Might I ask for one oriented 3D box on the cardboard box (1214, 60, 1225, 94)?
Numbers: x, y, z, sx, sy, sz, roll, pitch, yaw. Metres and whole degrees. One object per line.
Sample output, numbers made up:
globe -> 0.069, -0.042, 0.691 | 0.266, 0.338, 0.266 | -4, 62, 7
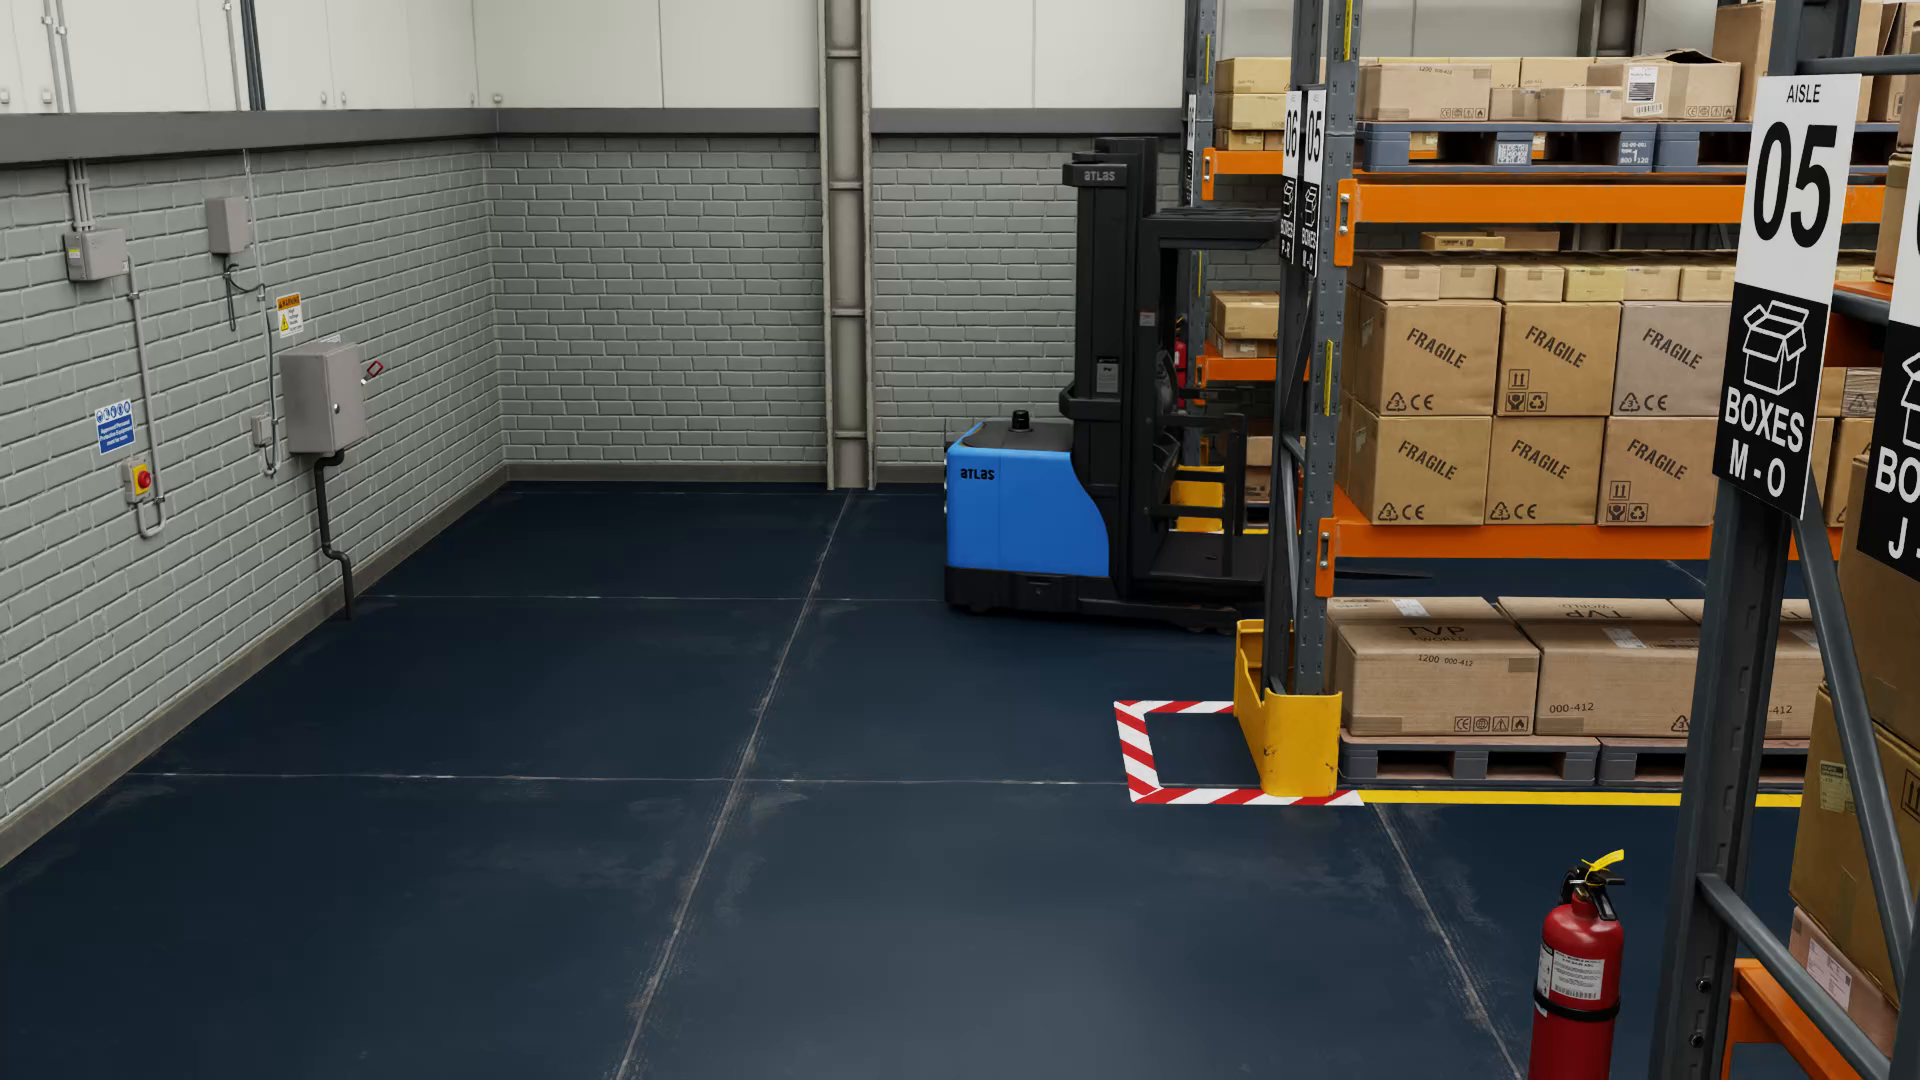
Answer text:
cardboard box -> 2.211, -3.494, 12.554 | 0.500, 0.250, 0.500 | 0, 15, 0

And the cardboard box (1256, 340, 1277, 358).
cardboard box -> 2.337, -1.479, 12.558 | 0.250, 0.149, 0.380 | 1, 15, 3

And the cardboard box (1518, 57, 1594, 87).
cardboard box -> 4.234, -3.348, 12.001 | 0.500, 0.250, 0.500 | 1, 15, 2

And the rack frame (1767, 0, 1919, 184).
rack frame -> 1.611, -2.034, 2.410 | 0.127, 3.000, 1.000 | 0, 15, 1

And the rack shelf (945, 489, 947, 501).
rack shelf -> -0.008, -0.316, 12.257 | 0.200, 0.077, 0.258 | 0, 15, 1

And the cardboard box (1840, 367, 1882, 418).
cardboard box -> 4.141, -0.841, 7.492 | 0.500, 0.500, 0.500 | 1, 15, 2

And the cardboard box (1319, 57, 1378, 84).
cardboard box -> 2.705, -3.351, 12.011 | 0.500, 0.250, 0.500 | 0, 15, 1

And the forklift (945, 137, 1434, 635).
forklift -> 1.476, -0.988, 10.341 | 3.031, 2.935, 1.130 | 3, 15, 13

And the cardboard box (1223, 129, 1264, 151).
cardboard box -> 2.073, -2.930, 12.178 | 0.250, 0.149, 0.380 | 1, 15, 3

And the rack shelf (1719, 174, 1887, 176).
rack shelf -> 7.758, -2.726, 12.322 | 4.000, 0.370, 1.077 | 0, 15, 1

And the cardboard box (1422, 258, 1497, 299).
cardboard box -> 2.248, -1.185, 7.526 | 0.250, 0.149, 0.380 | 1, 15, 3

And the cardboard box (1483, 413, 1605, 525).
cardboard box -> 2.616, -0.372, 7.675 | 0.500, 0.500, 0.500 | 0, 15, 1

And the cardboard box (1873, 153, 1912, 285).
cardboard box -> 2.073, -0.576, 3.057 | 0.500, 0.250, 0.500 | 0, 15, 0

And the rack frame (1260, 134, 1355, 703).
rack frame -> 1.637, -0.397, 7.963 | 0.127, 3.000, 1.000 | 0, 15, 1

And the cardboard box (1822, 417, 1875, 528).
cardboard box -> 4.148, -0.358, 7.621 | 0.500, 0.500, 0.500 | 0, 15, 1

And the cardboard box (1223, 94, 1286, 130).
cardboard box -> 2.196, -3.111, 12.084 | 0.500, 0.250, 0.500 | 0, 15, 1

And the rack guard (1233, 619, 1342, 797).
rack guard -> 1.613, 0.812, 8.282 | 0.348, 0.500, 1.175 | 0, 15, 1

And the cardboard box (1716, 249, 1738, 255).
cardboard box -> 3.804, -1.299, 7.955 | 0.250, 0.149, 0.380 | 0, 15, 2

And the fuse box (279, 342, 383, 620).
fuse box -> -3.801, -0.339, 10.271 | 0.414, 1.711, 0.539 | 0, 15, 1

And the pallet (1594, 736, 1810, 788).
pallet -> 3.655, 0.946, 8.342 | 1.213, 0.211, 1.003 | 0, 15, 1

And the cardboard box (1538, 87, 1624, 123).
cardboard box -> 2.719, -1.911, 7.297 | 0.250, 0.149, 0.380 | 1, 15, 3

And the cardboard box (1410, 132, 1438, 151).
cardboard box -> 3.349, -2.915, 12.122 | 0.250, 0.149, 0.380 | 0, 15, 1

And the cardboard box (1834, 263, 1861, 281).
cardboard box -> 3.797, -1.159, 7.425 | 0.250, 0.149, 0.380 | 0, 15, 1

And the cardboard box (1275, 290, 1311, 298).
cardboard box -> 2.742, -1.795, 12.973 | 0.500, 0.250, 0.500 | 0, 15, 2

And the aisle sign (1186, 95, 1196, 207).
aisle sign -> 1.684, -2.845, 12.147 | 0.004, 0.787, 0.394 | 0, 15, 1

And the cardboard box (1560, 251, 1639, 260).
cardboard box -> 3.026, -1.283, 7.896 | 0.250, 0.149, 0.380 | 0, 15, 1

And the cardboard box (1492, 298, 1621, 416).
cardboard box -> 2.626, -0.851, 7.529 | 0.500, 0.500, 0.500 | 0, 15, 0

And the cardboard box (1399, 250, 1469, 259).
cardboard box -> 2.255, -1.295, 7.941 | 0.250, 0.149, 0.380 | 1, 15, 2

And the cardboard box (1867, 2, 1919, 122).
cardboard box -> 4.286, -2.123, 7.404 | 0.637, 0.503, 0.797 | 2, 15, 6

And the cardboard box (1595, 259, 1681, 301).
cardboard box -> 3.033, -1.169, 7.464 | 0.250, 0.149, 0.380 | 1, 15, 2

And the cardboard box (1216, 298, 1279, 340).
cardboard box -> 2.207, -1.662, 12.470 | 0.500, 0.250, 0.500 | 0, 15, 2

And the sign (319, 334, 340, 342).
sign -> -3.996, -1.043, 10.601 | 0.001, 0.494, 0.329 | 0, 15, 1

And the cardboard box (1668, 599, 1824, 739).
cardboard box -> 4.116, 0.628, 8.278 | 0.875, 0.438, 0.875 | 0, 15, 0

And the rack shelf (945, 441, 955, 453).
rack shelf -> -0.008, -0.664, 12.165 | 0.200, 0.077, 0.258 | 0, 15, 1

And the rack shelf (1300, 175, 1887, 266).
rack shelf -> 3.636, -1.486, 7.623 | 4.000, 0.370, 1.077 | 0, 15, 1

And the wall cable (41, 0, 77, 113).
wall cable -> -4.057, -3.262, 7.066 | 0.029, 3.000, 0.463 | 0, 15, 1

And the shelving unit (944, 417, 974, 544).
shelving unit -> -0.008, -0.435, 12.225 | 0.210, 0.900, 0.258 | 0, 15, 1

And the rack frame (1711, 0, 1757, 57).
rack frame -> 5.759, -4.537, 11.897 | 0.127, 3.000, 1.000 | 0, 15, 1

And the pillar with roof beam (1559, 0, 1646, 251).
pillar with roof beam -> 4.976, -3.674, 8.624 | 0.400, 9.000, 9.100 | 0, 15, 1

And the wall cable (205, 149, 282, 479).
wall cable -> -3.976, -1.280, 9.321 | 0.122, 1.984, 0.588 | 0, 15, 1

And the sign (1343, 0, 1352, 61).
sign -> 1.617, -2.166, 6.922 | 0.005, 0.325, 0.100 | 0, 15, 1

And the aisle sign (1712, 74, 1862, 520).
aisle sign -> 1.546, -0.467, 3.136 | 0.004, 0.787, 0.394 | 0, 15, 1

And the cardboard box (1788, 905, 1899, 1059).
cardboard box -> 1.945, 0.918, 3.473 | 0.250, 0.149, 0.380 | 0, 15, 1
